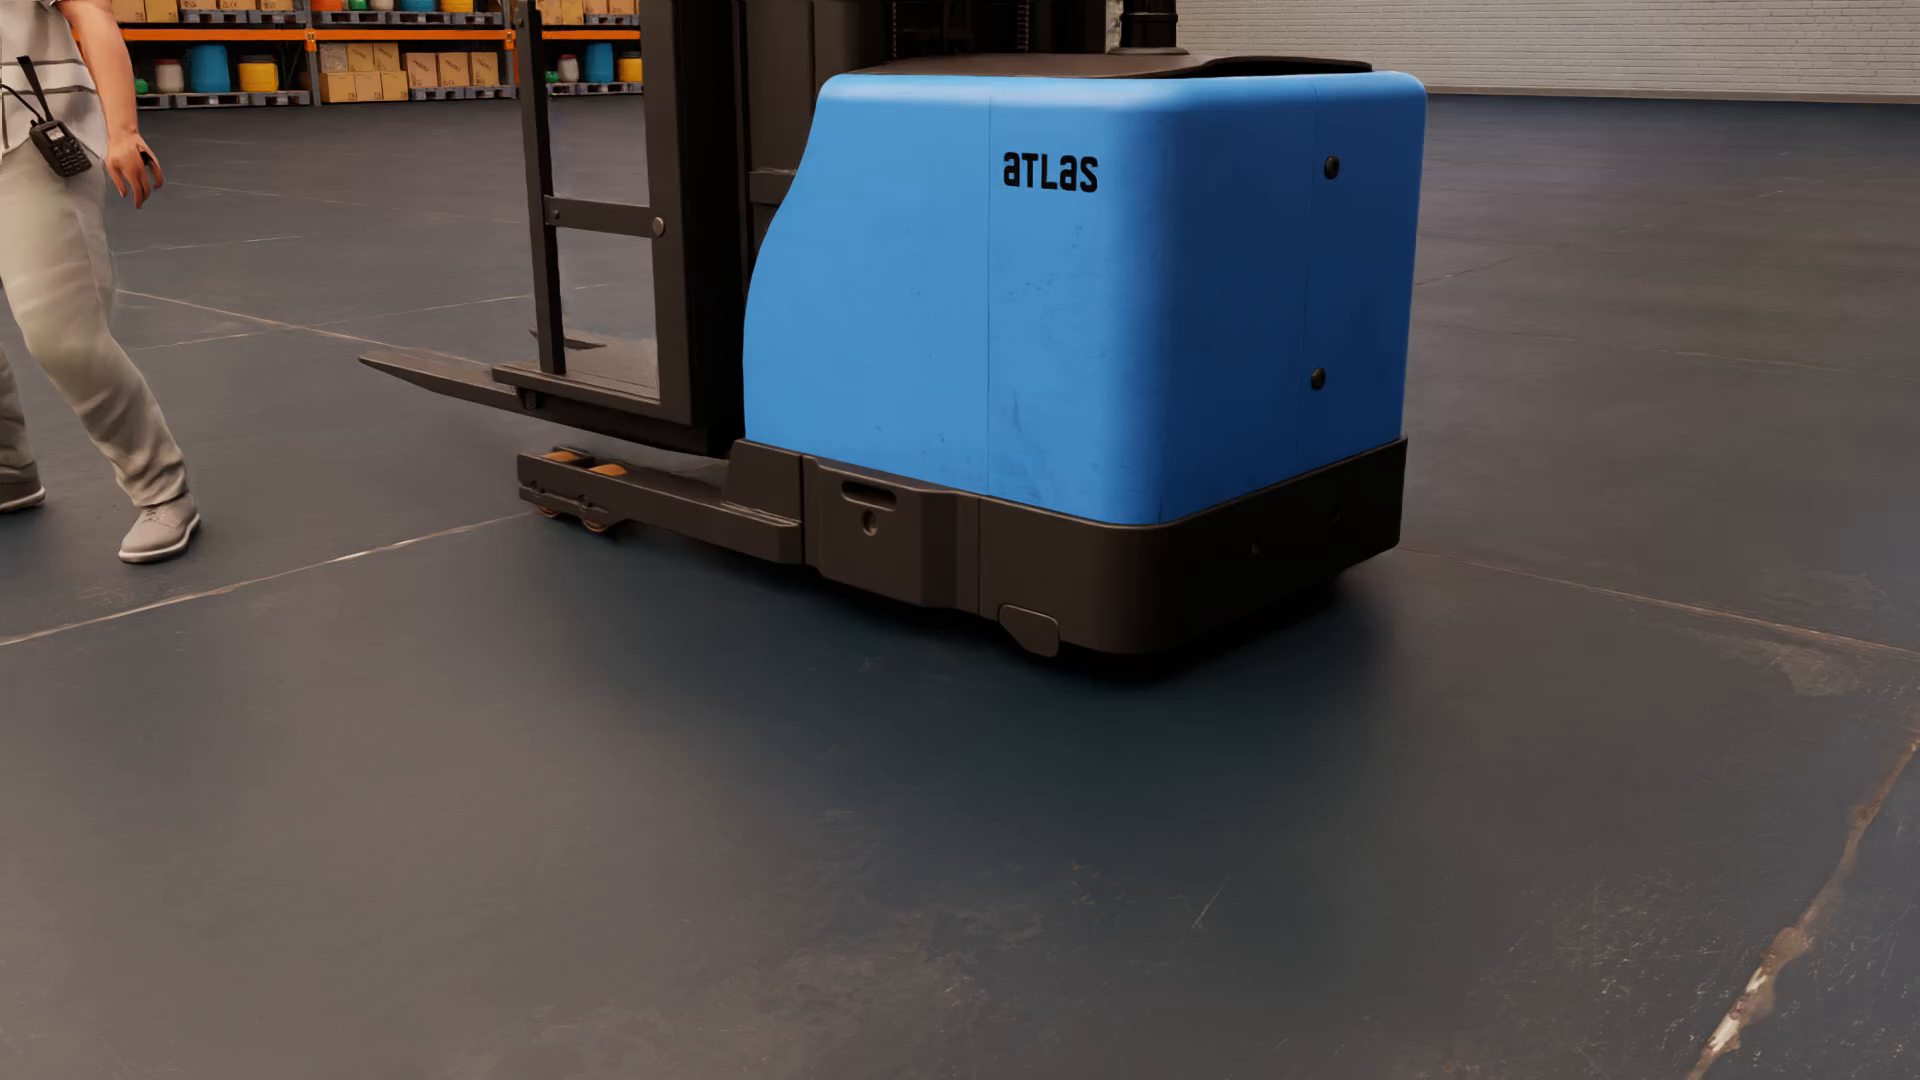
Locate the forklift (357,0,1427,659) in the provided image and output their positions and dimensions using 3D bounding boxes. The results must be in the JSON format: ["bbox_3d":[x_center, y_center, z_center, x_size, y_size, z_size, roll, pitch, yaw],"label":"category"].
[{"bbox_3d":[-0.460,-1.519,3.901,3.031,2.935,1.130,15,22,40],"label":"forklift"}]

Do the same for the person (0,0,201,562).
[{"bbox_3d":[-2.208,-0.830,3.774,0.925,1.710,0.440,8,18,23],"label":"person"}]
